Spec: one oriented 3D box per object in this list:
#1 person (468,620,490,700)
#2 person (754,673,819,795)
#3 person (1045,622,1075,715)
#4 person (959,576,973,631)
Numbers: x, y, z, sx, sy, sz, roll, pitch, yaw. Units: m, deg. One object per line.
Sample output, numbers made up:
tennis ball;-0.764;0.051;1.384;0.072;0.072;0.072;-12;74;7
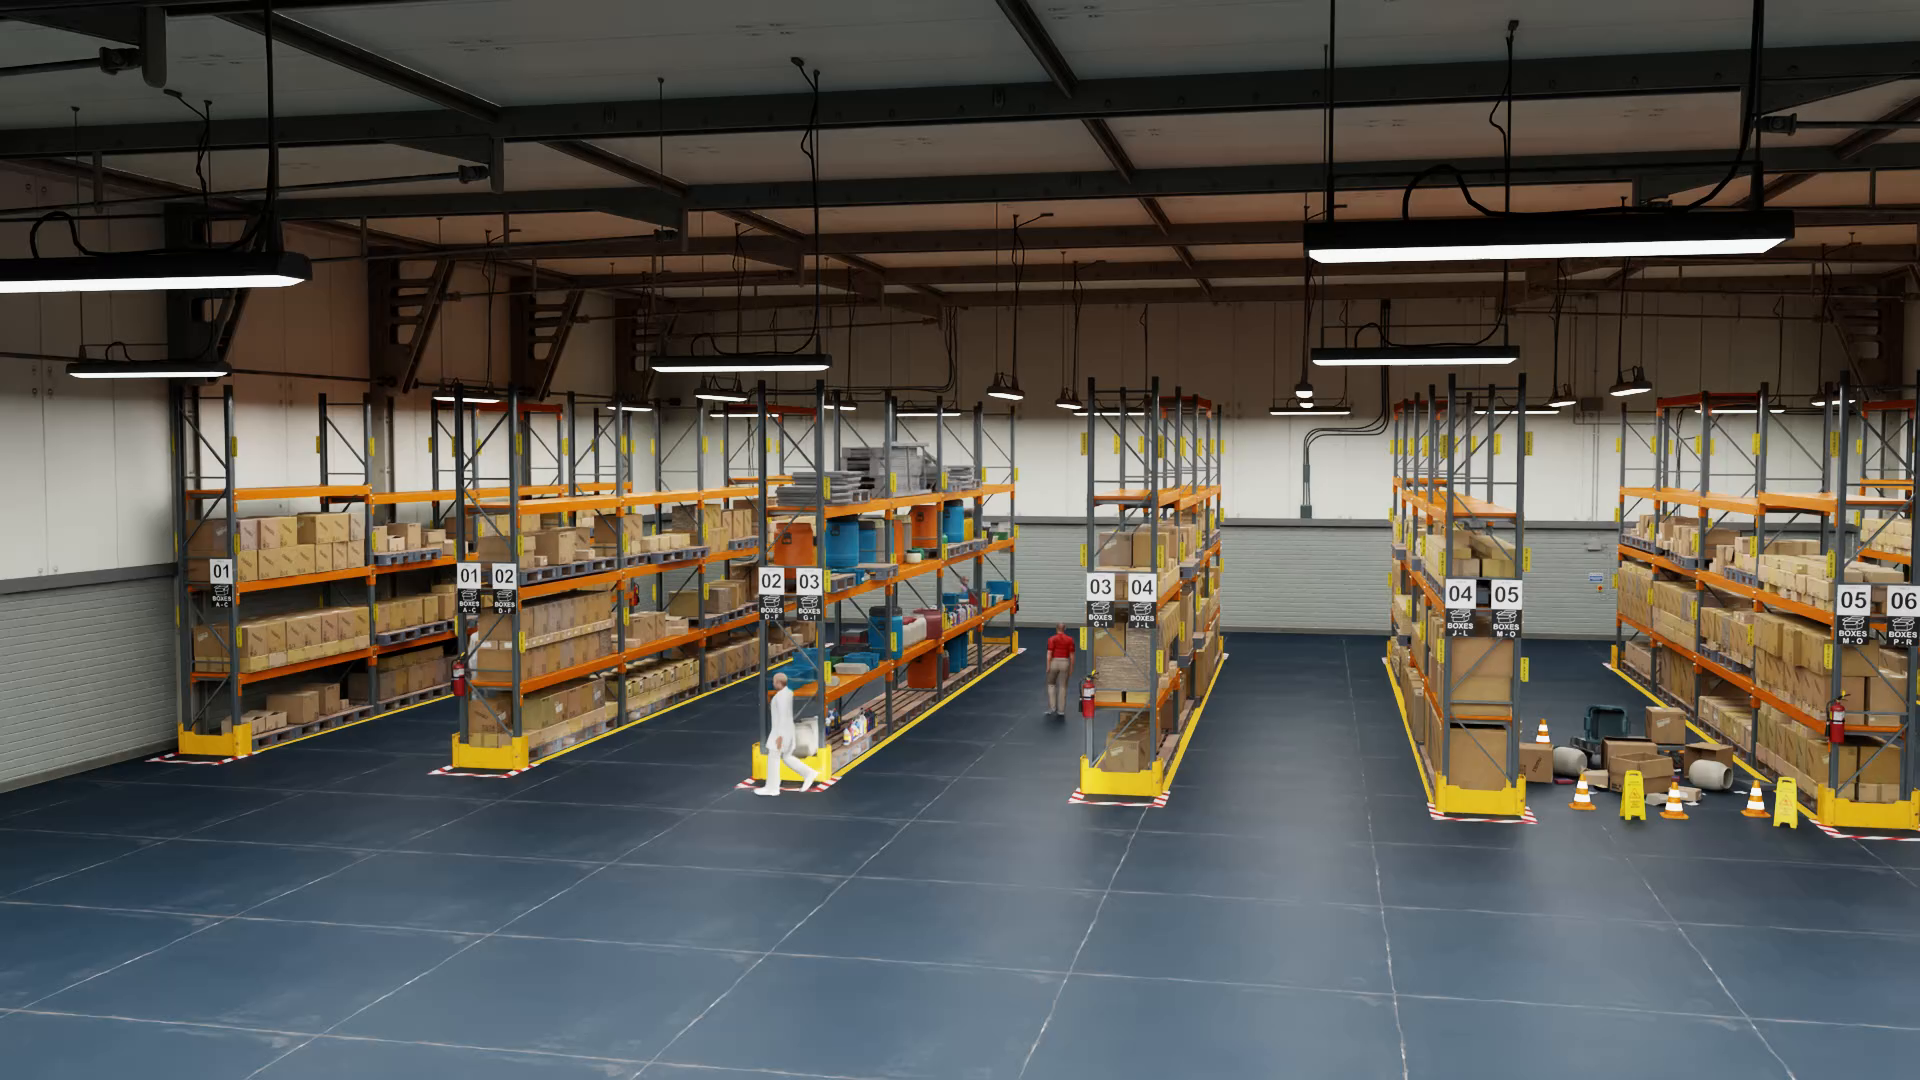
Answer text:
person;-9.260;2.381;32.170;0.511;1.666;0.706;-1;3;-15
person;-2.496;2.783;23.919;0.895;1.758;0.676;1;3;10
person;1.878;2.472;31.069;0.554;1.693;0.548;0;3;-1
person;0.108;1.736;44.279;0.931;1.551;0.397;1;3;20
